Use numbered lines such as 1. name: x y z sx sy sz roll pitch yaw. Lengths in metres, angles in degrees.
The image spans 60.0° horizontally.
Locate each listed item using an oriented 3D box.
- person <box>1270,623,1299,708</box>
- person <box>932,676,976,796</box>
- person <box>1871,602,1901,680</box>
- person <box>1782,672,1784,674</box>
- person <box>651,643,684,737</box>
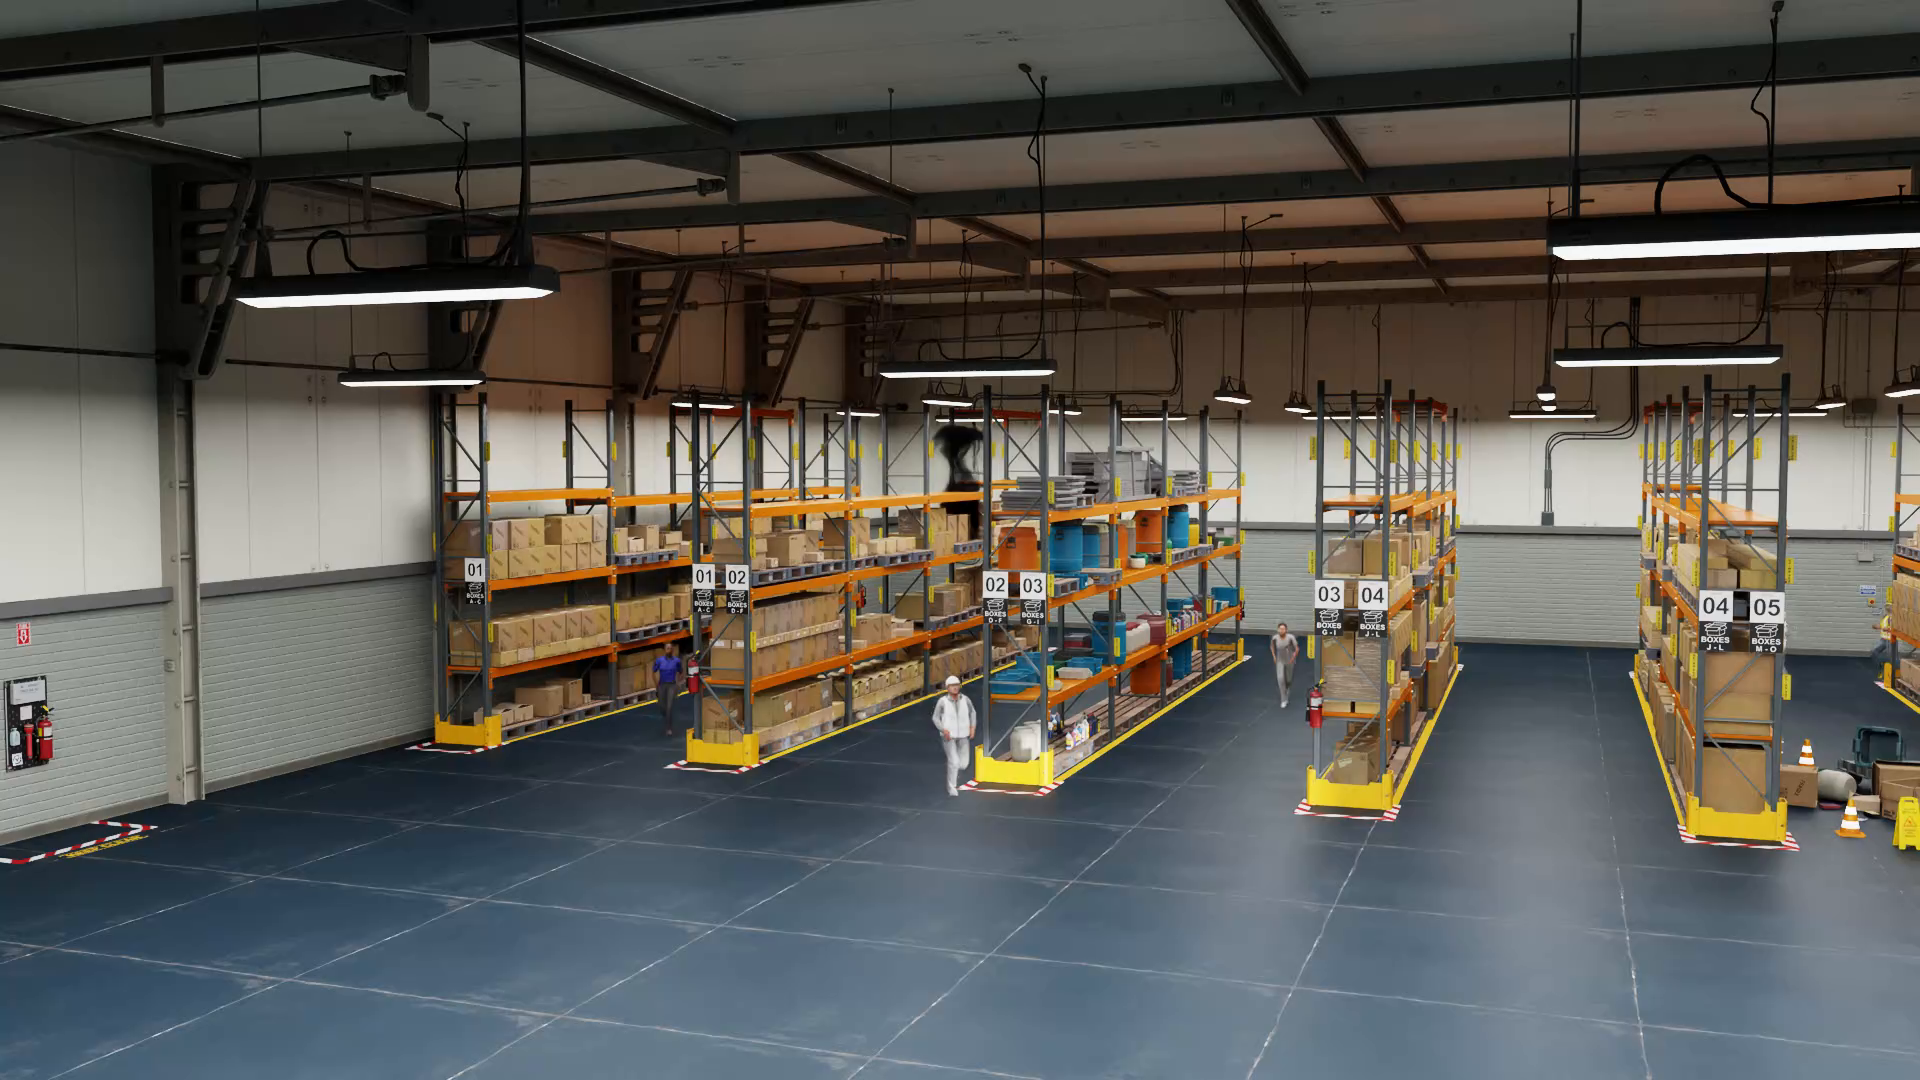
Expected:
1. person: 6.431 2.449 32.958 0.564 1.661 0.987 1 3 16
2. person: -0.085 2.848 24.345 0.682 1.744 0.649 -1 3 -18
3. person: 20.292 2.191 36.348 0.728 1.800 0.671 1 3 11
4. person: 17.079 2.235 35.374 0.709 1.735 1.120 0 3 -9
5. person: -5.173 2.635 29.458 0.576 1.634 0.601 0 3 -9
